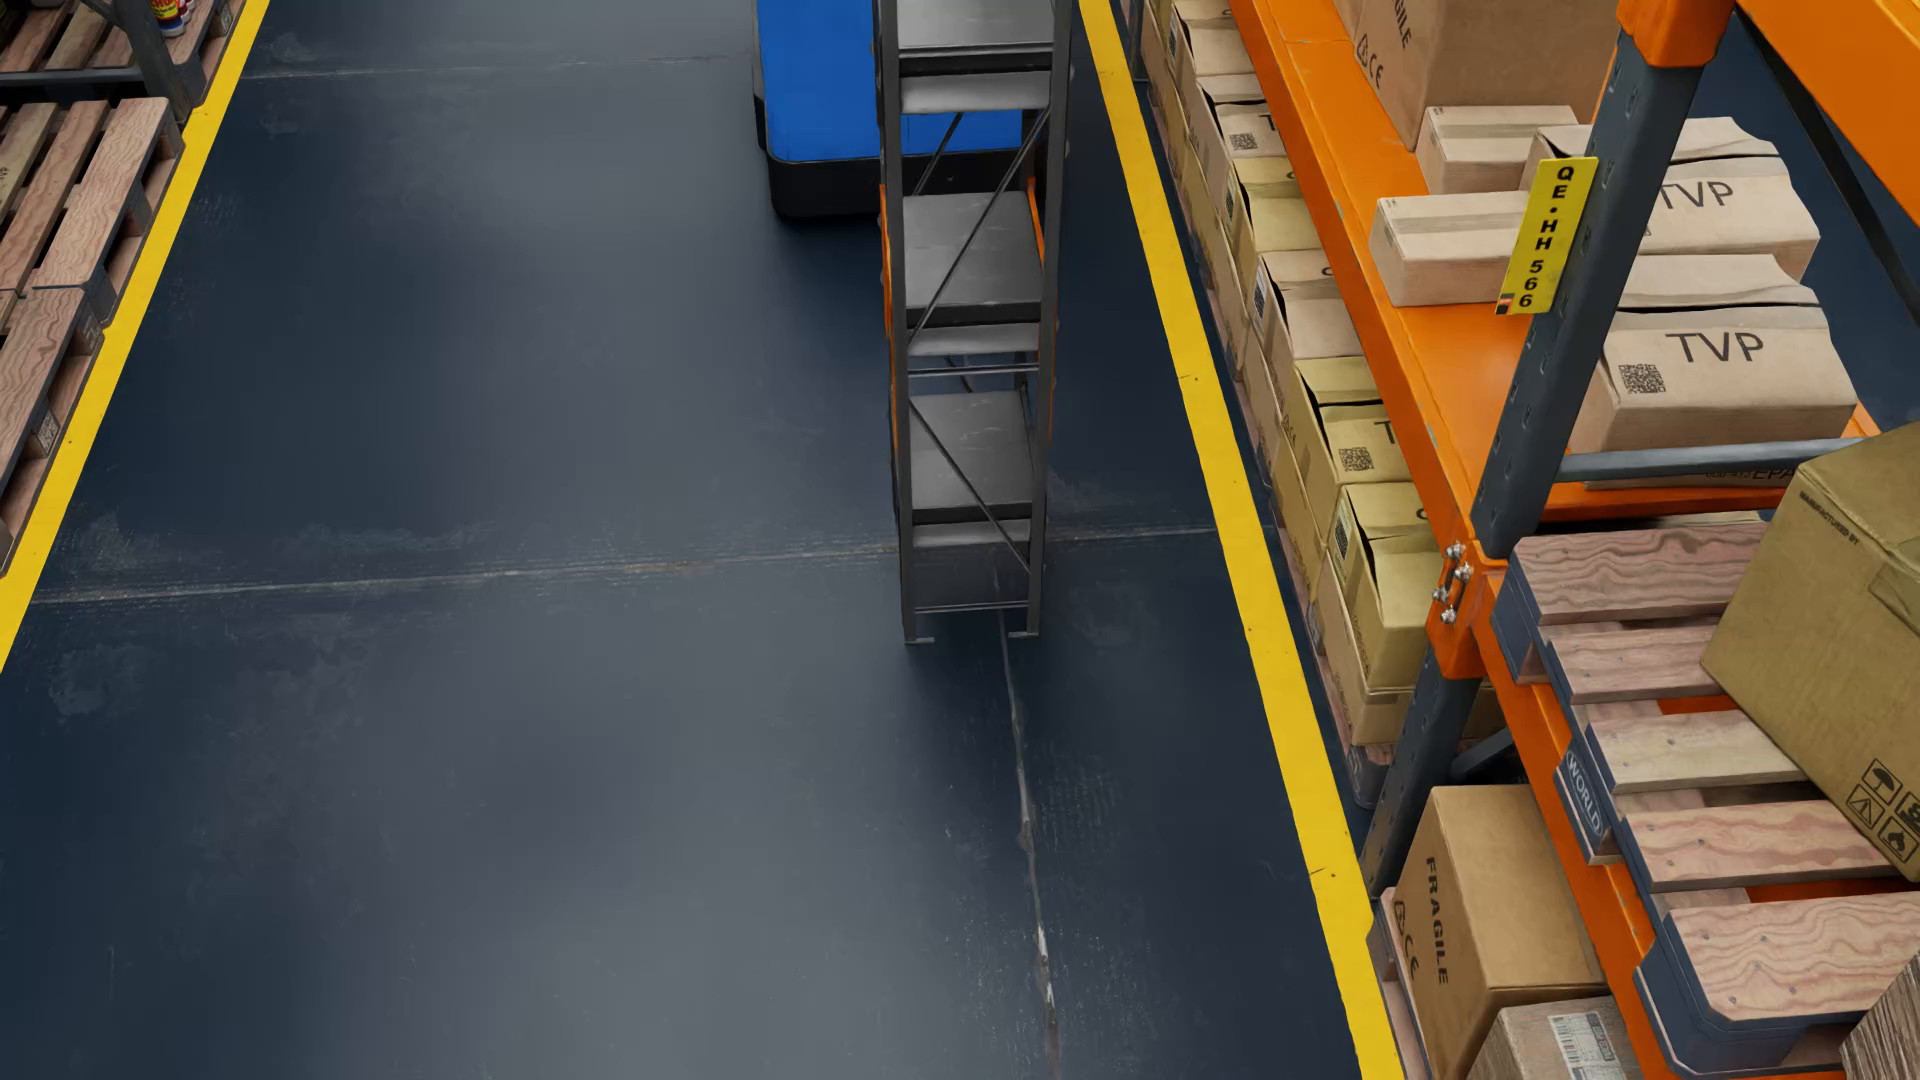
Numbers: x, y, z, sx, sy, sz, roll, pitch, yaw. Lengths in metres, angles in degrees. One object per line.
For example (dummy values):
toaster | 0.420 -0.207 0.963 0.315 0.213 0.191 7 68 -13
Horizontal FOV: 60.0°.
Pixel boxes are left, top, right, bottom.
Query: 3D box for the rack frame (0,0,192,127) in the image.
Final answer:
rack frame | -3.706 -2.755 5.793 1.000 3.000 0.127 -3 47 -3

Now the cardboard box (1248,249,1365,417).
cardboard box | 1.187 -0.656 5.024 0.500 0.311 0.500 -4 47 -4

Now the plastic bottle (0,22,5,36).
plastic bottle | -4.046 -2.187 6.880 0.097 0.201 0.097 0 47 0

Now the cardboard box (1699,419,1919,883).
cardboard box | 1.731 0.111 2.721 0.700 0.500 0.500 -18 49 -16

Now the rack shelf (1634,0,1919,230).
rack shelf | 1.733 0.504 1.136 1.077 0.370 4.000 -3 47 -3

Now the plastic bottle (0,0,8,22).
plastic bottle | -4.075 -2.300 6.930 0.061 0.283 0.133 -1 47 -1

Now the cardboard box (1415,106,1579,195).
cardboard box | 1.403 -0.992 4.297 0.380 0.149 0.250 0 47 0

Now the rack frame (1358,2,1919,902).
rack frame | 1.566 -0.159 3.335 1.000 3.000 0.127 -3 47 -3

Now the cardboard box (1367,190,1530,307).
cardboard box | 1.215 -0.707 4.026 0.380 0.149 0.250 -3 47 -3

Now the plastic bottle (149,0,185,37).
plastic bottle | -3.295 -2.225 6.868 0.097 0.271 0.097 0 47 0

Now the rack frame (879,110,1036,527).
rack frame | -0.007 -0.779 4.541 0.400 2.100 0.015 -3 47 -3

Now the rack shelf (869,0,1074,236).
rack shelf | 0.014 -1.074 3.876 0.431 0.518 0.480 -3 47 -3

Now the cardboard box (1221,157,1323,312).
cardboard box | 1.147 -1.019 5.367 0.500 0.311 0.500 -2 47 -2

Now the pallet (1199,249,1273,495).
pallet | 1.437 -0.679 5.748 1.003 0.211 1.213 -3 47 -3

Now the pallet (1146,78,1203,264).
pallet | 1.331 -1.564 6.585 1.003 0.211 1.213 -3 47 -3

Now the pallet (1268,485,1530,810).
pallet | 1.536 0.202 4.914 1.003 0.211 1.213 -3 47 -3

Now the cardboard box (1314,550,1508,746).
cardboard box | 1.279 0.276 4.527 0.500 0.250 0.500 -2 47 -2

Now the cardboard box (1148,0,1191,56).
cardboard box | 1.017 -2.131 6.420 0.500 0.311 0.500 -3 47 -3

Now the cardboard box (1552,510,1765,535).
cardboard box | 1.814 0.052 4.353 0.500 0.311 0.500 -2 47 -2

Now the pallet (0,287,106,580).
pallet | -3.496 -0.345 5.432 1.003 0.211 1.213 -3 47 -3

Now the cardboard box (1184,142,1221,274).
cardboard box | 1.105 -1.201 5.926 0.500 0.250 0.500 -5 47 -5

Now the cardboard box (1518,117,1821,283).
cardboard box | 1.684 -0.787 3.991 0.500 0.311 0.500 -4 47 -4

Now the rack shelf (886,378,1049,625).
rack shelf | 0.014 -0.112 4.892 0.431 0.518 0.480 -3 47 -3

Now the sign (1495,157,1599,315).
sign | 1.013 -0.521 2.880 0.100 0.325 0.005 -3 47 -3

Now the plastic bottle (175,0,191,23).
plastic bottle | -3.304 -2.275 6.963 0.097 0.201 0.097 0 47 0

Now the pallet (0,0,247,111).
pallet | -3.720 -2.284 7.268 1.003 0.211 1.213 -3 47 -3

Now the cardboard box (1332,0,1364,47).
cardboard box | 1.365 -1.787 4.808 0.500 0.500 0.500 -3 47 -3

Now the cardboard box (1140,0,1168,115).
cardboard box | 1.018 -1.945 6.631 0.500 0.250 0.500 -5 47 -4

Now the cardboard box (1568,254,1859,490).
cardboard box | 1.579 -0.394 3.619 0.500 0.311 0.500 -1 47 -1

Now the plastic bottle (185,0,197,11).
plastic bottle | -3.312 -2.348 7.032 0.097 0.201 0.097 0 47 0

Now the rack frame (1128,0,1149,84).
rack frame | 1.231 -3.053 6.076 1.000 3.000 0.127 -3 47 -3

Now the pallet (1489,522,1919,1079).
pallet | 1.692 0.393 2.944 1.213 0.211 1.003 -3 47 -3

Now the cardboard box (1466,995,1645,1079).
cardboard box | 1.368 1.274 3.396 0.500 0.500 0.500 -5 47 -5

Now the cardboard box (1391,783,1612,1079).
cardboard box | 1.319 0.896 3.754 0.500 0.500 0.500 -2 47 -2

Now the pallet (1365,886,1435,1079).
pallet | 1.590 1.342 3.834 1.003 0.211 1.213 -3 47 -3

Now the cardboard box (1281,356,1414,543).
cardboard box | 1.226 -0.291 4.678 0.500 0.311 0.500 -4 47 -4

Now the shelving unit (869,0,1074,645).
shelving unit | 0.014 -0.602 4.374 0.431 2.100 0.503 -3 47 -3

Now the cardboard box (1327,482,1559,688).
cardboard box | 1.276 0.085 4.322 0.500 0.311 0.500 -2 47 -2

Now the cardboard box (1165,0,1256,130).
cardboard box | 1.054 -1.768 6.077 0.500 0.311 0.500 -4 47 -4

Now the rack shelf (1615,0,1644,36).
rack shelf | 1.398 -2.390 3.877 1.077 0.370 4.000 -3 47 -3

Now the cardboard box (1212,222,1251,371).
cardboard box | 1.147 -0.833 5.577 0.500 0.250 0.500 -3 47 -3

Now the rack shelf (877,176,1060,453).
rack shelf | 0.014 -0.593 4.384 0.431 0.518 0.480 -3 47 -3

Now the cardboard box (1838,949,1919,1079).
cardboard box | 1.617 0.784 2.083 0.700 0.500 0.500 4 47 4

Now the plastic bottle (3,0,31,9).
plastic bottle | -4.047 -2.444 7.020 0.144 0.351 0.185 -5 47 -4

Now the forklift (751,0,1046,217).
forklift | -0.356 -3.310 6.366 1.130 2.935 3.031 -5 47 -4

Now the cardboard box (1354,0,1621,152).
cardboard box | 1.409 -1.407 4.447 0.500 0.500 0.500 -6 47 -5

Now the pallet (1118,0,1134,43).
pallet | 1.206 -2.672 7.635 1.003 0.211 1.213 -3 47 -3

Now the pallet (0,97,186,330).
pallet | -3.601 -1.230 6.270 1.003 0.211 1.213 -3 47 -3

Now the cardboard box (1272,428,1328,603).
cardboard box | 1.232 -0.097 4.880 0.500 0.250 0.500 -4 47 -4

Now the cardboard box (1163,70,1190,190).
cardboard box | 1.059 -1.575 6.281 0.500 0.250 0.500 -2 47 -2

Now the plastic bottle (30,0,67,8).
plastic bottle | -3.903 -2.452 7.028 0.144 0.351 0.185 -3 47 -3

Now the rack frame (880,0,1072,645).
rack frame | 0.034 -0.426 4.207 0.400 2.100 0.015 -3 47 -3

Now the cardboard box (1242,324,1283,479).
cardboard box | 1.193 -0.461 5.225 0.500 0.250 0.500 -3 47 -2

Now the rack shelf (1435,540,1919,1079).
rack shelf | 1.733 1.535 2.226 1.077 0.370 4.000 -3 47 -3

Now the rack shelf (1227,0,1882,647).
rack shelf | 1.398 -1.359 4.966 1.077 0.370 4.000 -3 47 -3

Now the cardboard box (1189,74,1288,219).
cardboard box | 1.098 -1.394 5.723 0.500 0.311 0.500 -5 47 -5
